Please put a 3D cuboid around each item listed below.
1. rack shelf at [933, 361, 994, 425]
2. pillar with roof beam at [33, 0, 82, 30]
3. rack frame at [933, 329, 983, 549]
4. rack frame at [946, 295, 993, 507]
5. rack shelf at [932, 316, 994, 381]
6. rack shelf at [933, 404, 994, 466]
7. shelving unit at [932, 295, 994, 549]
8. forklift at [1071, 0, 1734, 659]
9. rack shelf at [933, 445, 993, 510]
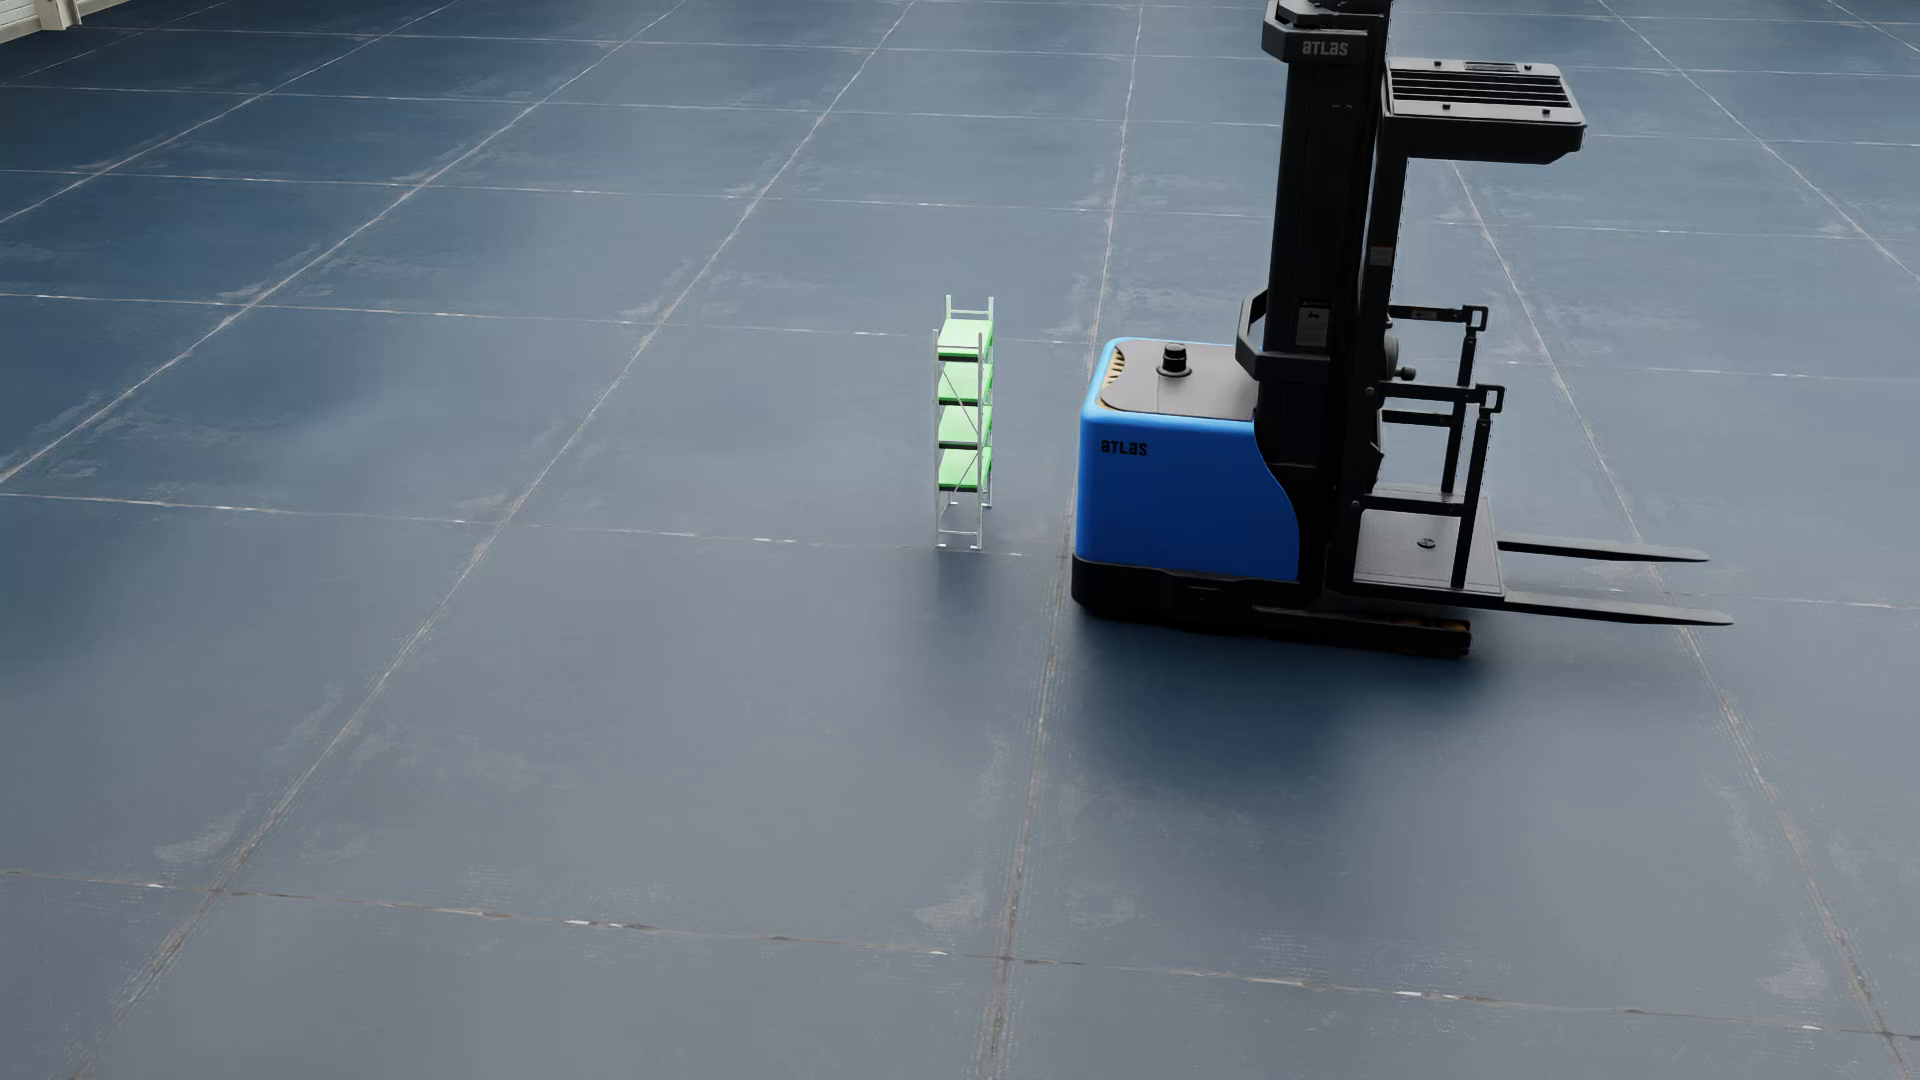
[{"bbox_3d":[0.020,-0.761,8.527,0.258,0.148,0.480,3,28,6],"label":"rack shelf"},{"bbox_3d":[-6.805,-10.037,17.893,9.100,9.000,0.400,3,28,6],"label":"pillar with roof beam"},{"bbox_3d":[-0.010,-0.491,8.397,0.240,1.200,0.015,3,28,6],"label":"rack frame"},{"bbox_3d":[0.050,-0.721,8.823,0.240,1.200,0.015,3,28,6],"label":"rack frame"},{"bbox_3d":[0.020,-0.972,8.413,0.258,0.148,0.480,3,28,6],"label":"rack shelf"},{"bbox_3d":[0.020,-0.550,8.640,0.258,0.148,0.480,3,28,6],"label":"rack shelf"},{"bbox_3d":[0.020,-0.606,8.610,0.258,1.200,0.503,3,28,6],"label":"shelving unit"},{"bbox_3d":[2.112,-1.016,7.545,3.031,2.935,1.130,6,29,10],"label":"forklift"},{"bbox_3d":[0.020,-0.339,8.754,0.258,0.148,0.480,3,28,6],"label":"rack shelf"}]
